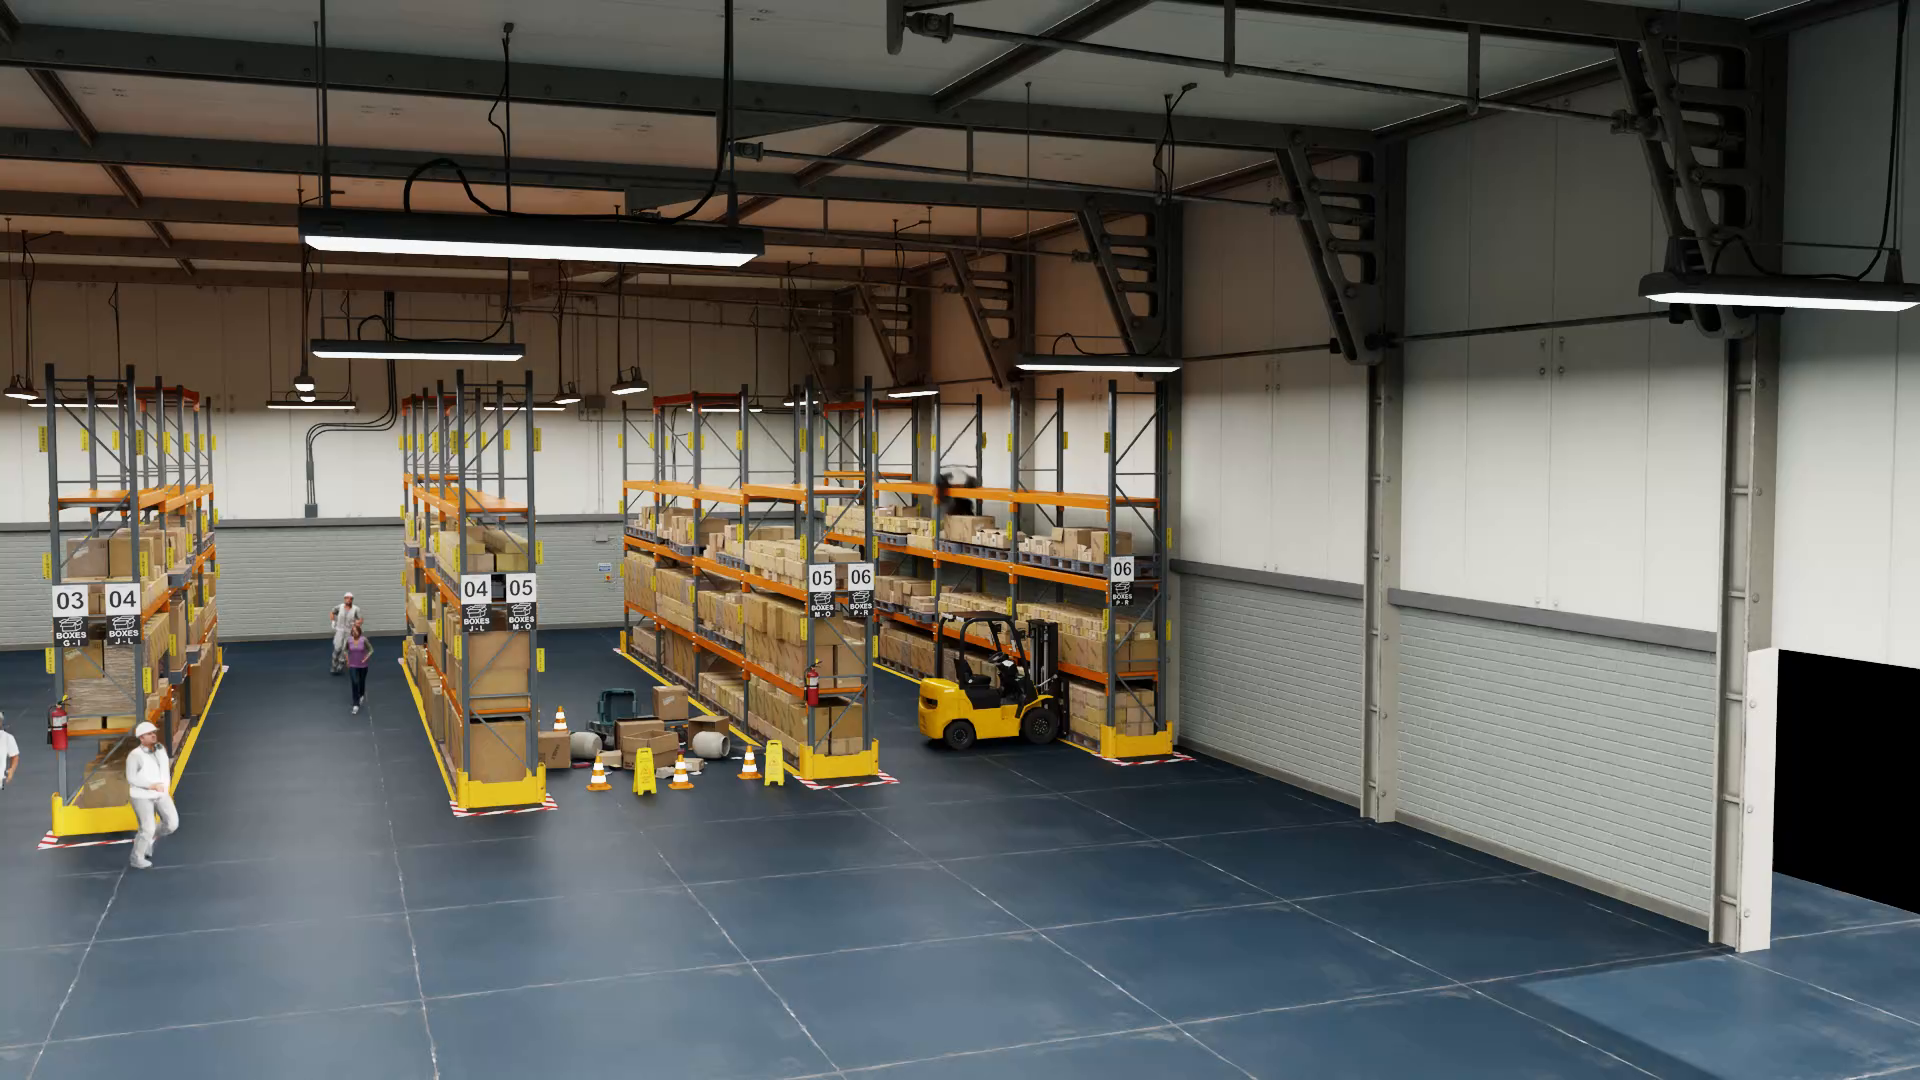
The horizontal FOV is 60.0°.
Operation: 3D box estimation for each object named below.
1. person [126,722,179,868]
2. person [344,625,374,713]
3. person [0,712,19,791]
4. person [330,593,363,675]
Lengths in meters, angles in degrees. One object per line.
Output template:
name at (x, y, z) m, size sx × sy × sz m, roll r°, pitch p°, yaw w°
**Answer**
person at (-9.480, 2.990, 19.555) m, size 0.665 × 1.724 × 0.682 m, roll 2°, pitch 4°, yaw 24°
person at (-11.238, 2.390, 31.096) m, size 0.536 × 1.598 × 0.775 m, roll -1°, pitch 3°, yaw -17°
person at (-11.960, 2.946, 20.492) m, size 0.545 × 1.711 × 0.720 m, roll 3°, pitch 4°, yaw 38°
person at (-13.302, 2.020, 36.033) m, size 0.695 × 1.763 × 0.651 m, roll -1°, pitch 4°, yaw -21°
